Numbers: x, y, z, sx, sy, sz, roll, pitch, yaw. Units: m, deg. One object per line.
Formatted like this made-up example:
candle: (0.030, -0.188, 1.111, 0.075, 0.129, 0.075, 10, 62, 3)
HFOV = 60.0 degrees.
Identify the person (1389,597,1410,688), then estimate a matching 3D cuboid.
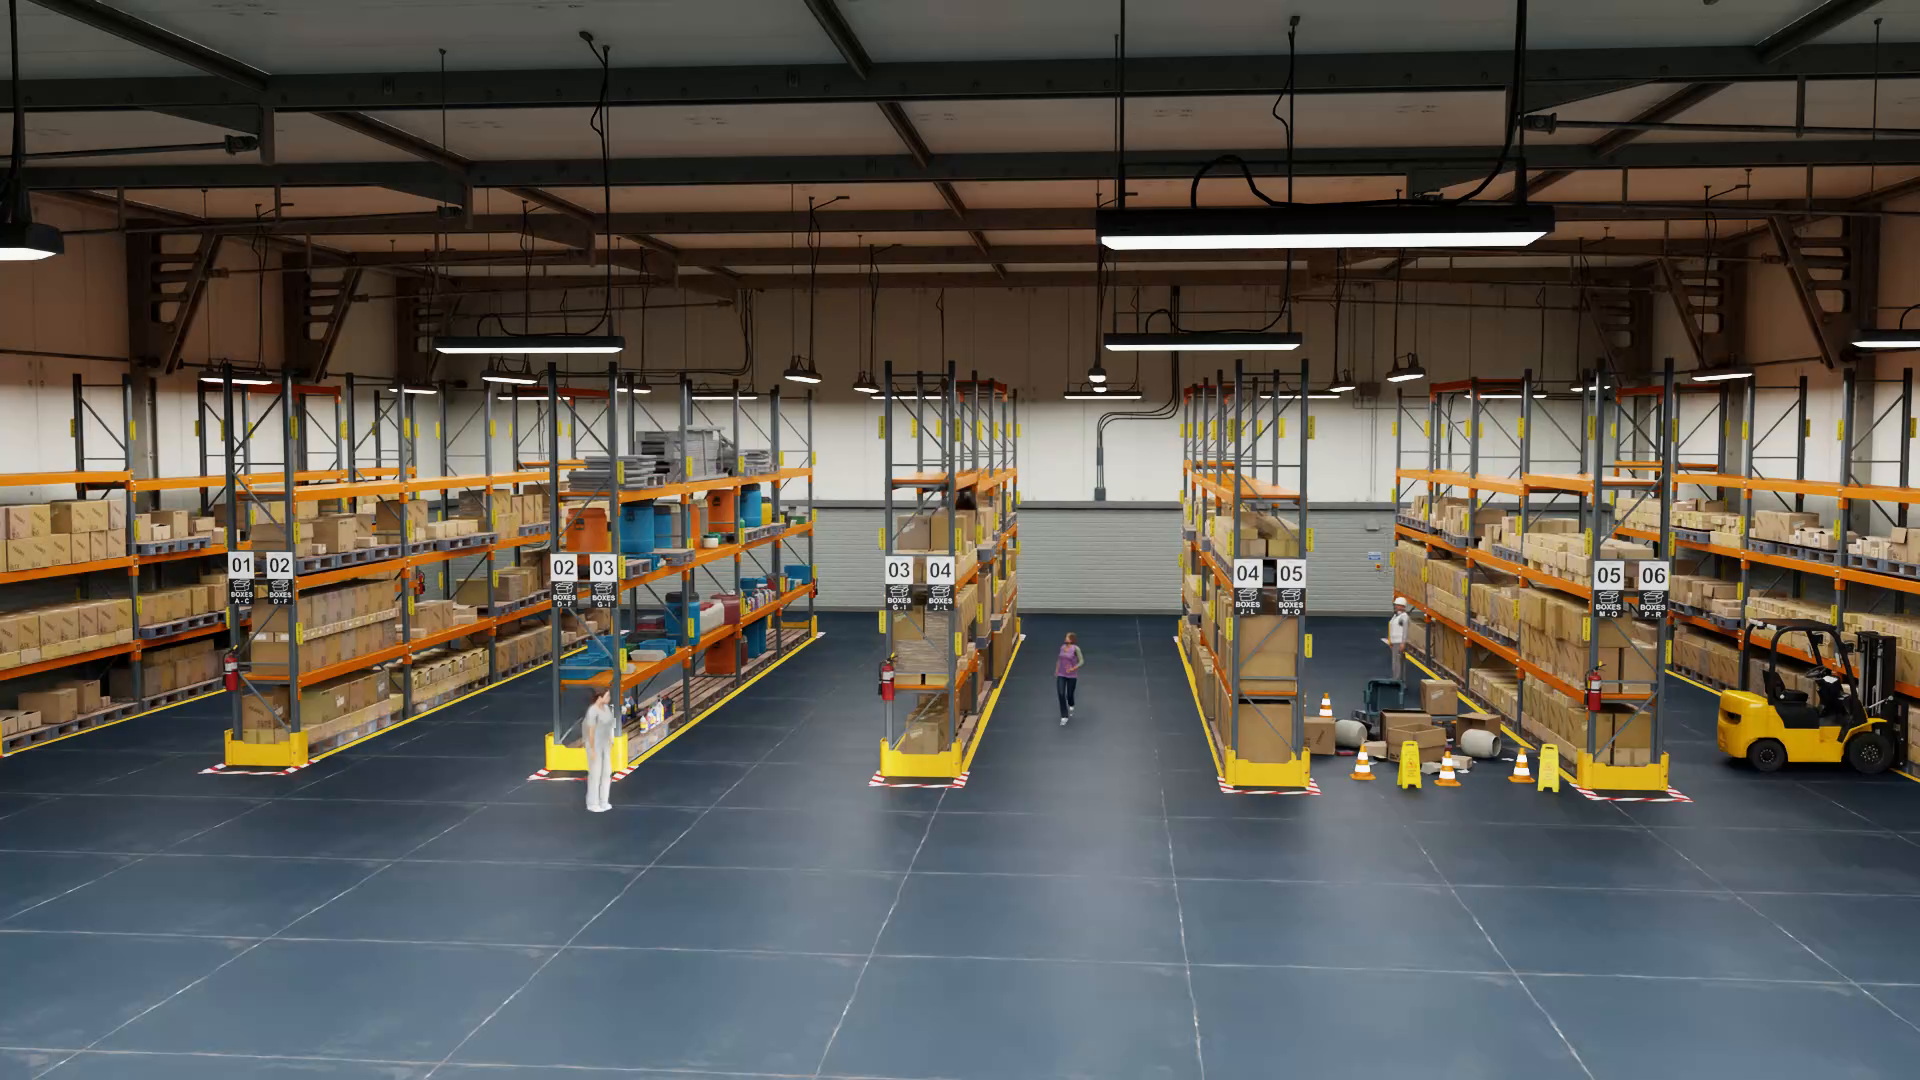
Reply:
person: (8.487, 2.001, 32.305, 0.485, 1.774, 0.584, 1, 4, 13)

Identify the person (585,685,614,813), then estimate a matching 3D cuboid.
person: (-4.755, 2.733, 21.879, 0.360, 1.683, 0.477, 1, 4, 22)

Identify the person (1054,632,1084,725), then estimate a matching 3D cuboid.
person: (1.887, 2.363, 28.566, 0.509, 1.563, 0.652, 1, 4, 12)
